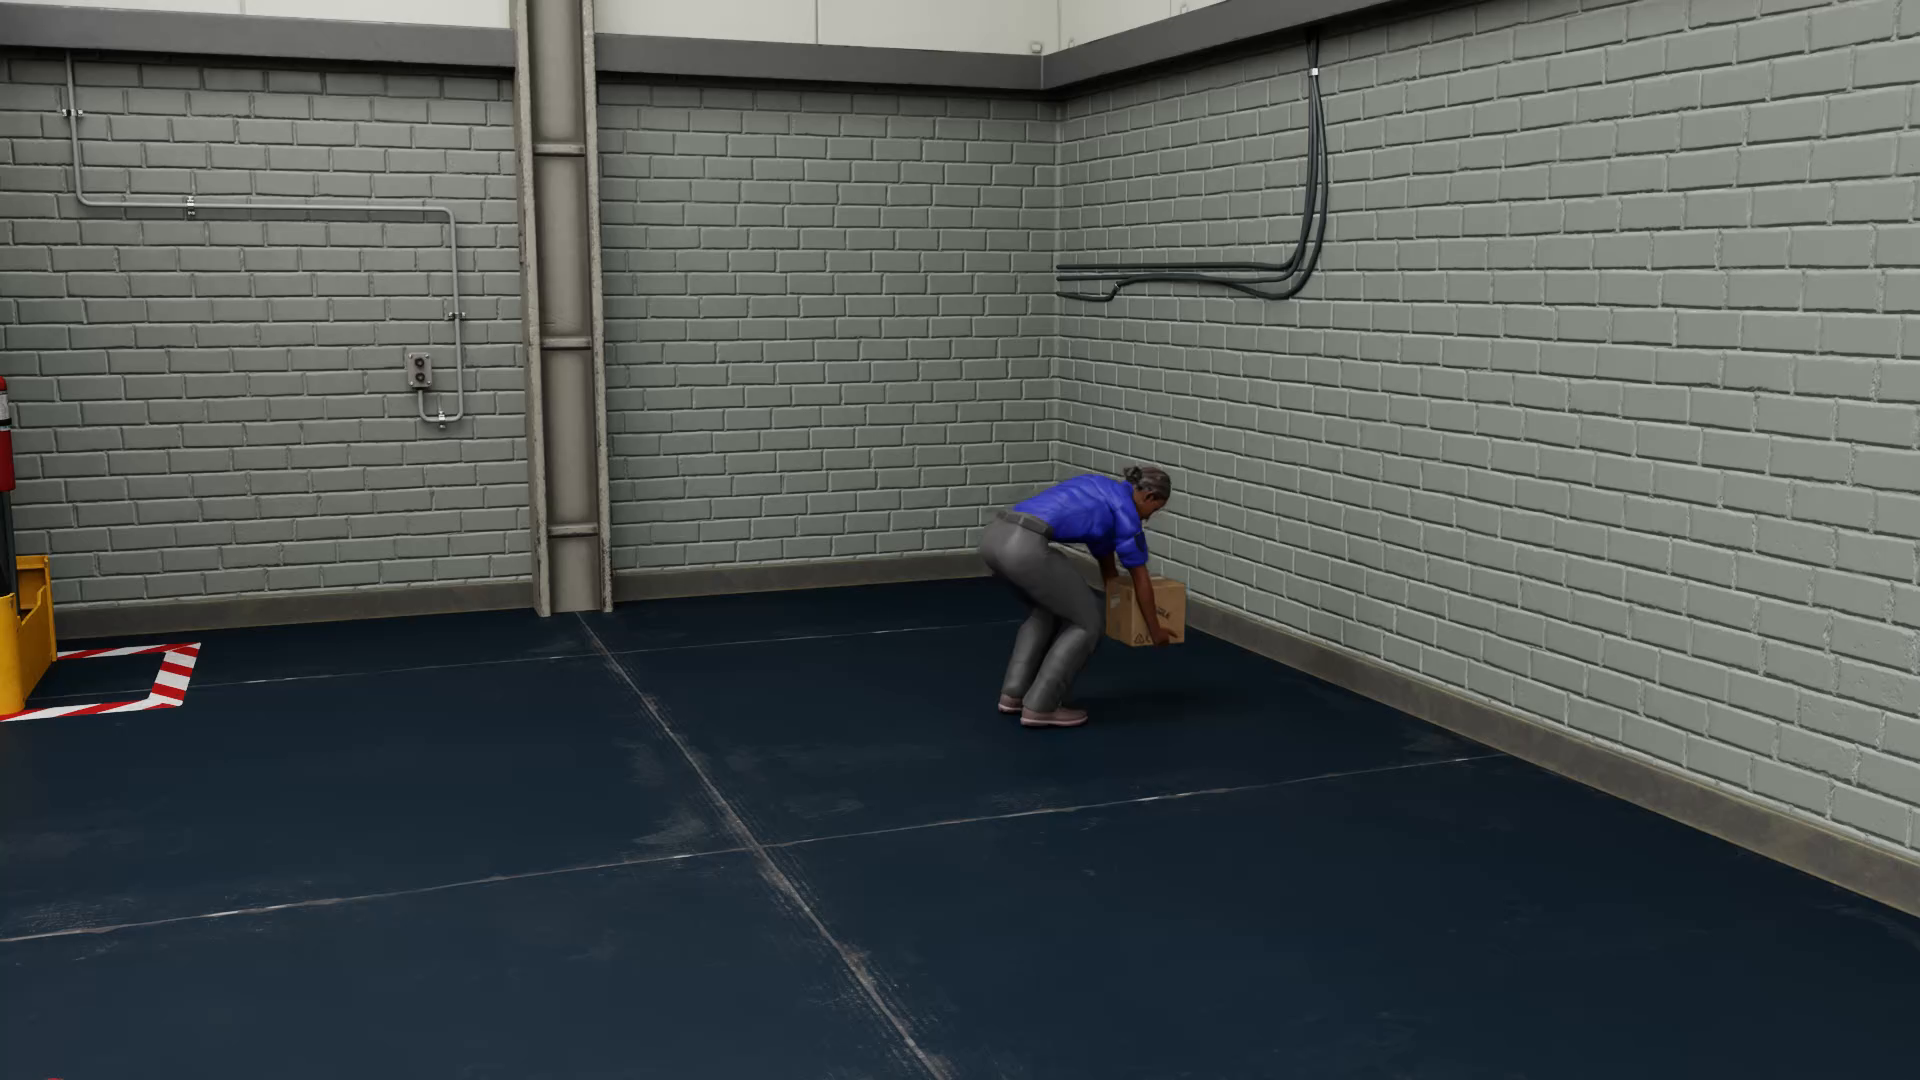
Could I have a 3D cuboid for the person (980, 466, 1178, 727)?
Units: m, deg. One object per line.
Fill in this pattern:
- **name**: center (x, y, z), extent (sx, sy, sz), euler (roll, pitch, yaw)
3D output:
- **person**: center (0.502, 0.221, 6.958), extent (0.859, 1.045, 0.460), euler (-4, 10, -24)
